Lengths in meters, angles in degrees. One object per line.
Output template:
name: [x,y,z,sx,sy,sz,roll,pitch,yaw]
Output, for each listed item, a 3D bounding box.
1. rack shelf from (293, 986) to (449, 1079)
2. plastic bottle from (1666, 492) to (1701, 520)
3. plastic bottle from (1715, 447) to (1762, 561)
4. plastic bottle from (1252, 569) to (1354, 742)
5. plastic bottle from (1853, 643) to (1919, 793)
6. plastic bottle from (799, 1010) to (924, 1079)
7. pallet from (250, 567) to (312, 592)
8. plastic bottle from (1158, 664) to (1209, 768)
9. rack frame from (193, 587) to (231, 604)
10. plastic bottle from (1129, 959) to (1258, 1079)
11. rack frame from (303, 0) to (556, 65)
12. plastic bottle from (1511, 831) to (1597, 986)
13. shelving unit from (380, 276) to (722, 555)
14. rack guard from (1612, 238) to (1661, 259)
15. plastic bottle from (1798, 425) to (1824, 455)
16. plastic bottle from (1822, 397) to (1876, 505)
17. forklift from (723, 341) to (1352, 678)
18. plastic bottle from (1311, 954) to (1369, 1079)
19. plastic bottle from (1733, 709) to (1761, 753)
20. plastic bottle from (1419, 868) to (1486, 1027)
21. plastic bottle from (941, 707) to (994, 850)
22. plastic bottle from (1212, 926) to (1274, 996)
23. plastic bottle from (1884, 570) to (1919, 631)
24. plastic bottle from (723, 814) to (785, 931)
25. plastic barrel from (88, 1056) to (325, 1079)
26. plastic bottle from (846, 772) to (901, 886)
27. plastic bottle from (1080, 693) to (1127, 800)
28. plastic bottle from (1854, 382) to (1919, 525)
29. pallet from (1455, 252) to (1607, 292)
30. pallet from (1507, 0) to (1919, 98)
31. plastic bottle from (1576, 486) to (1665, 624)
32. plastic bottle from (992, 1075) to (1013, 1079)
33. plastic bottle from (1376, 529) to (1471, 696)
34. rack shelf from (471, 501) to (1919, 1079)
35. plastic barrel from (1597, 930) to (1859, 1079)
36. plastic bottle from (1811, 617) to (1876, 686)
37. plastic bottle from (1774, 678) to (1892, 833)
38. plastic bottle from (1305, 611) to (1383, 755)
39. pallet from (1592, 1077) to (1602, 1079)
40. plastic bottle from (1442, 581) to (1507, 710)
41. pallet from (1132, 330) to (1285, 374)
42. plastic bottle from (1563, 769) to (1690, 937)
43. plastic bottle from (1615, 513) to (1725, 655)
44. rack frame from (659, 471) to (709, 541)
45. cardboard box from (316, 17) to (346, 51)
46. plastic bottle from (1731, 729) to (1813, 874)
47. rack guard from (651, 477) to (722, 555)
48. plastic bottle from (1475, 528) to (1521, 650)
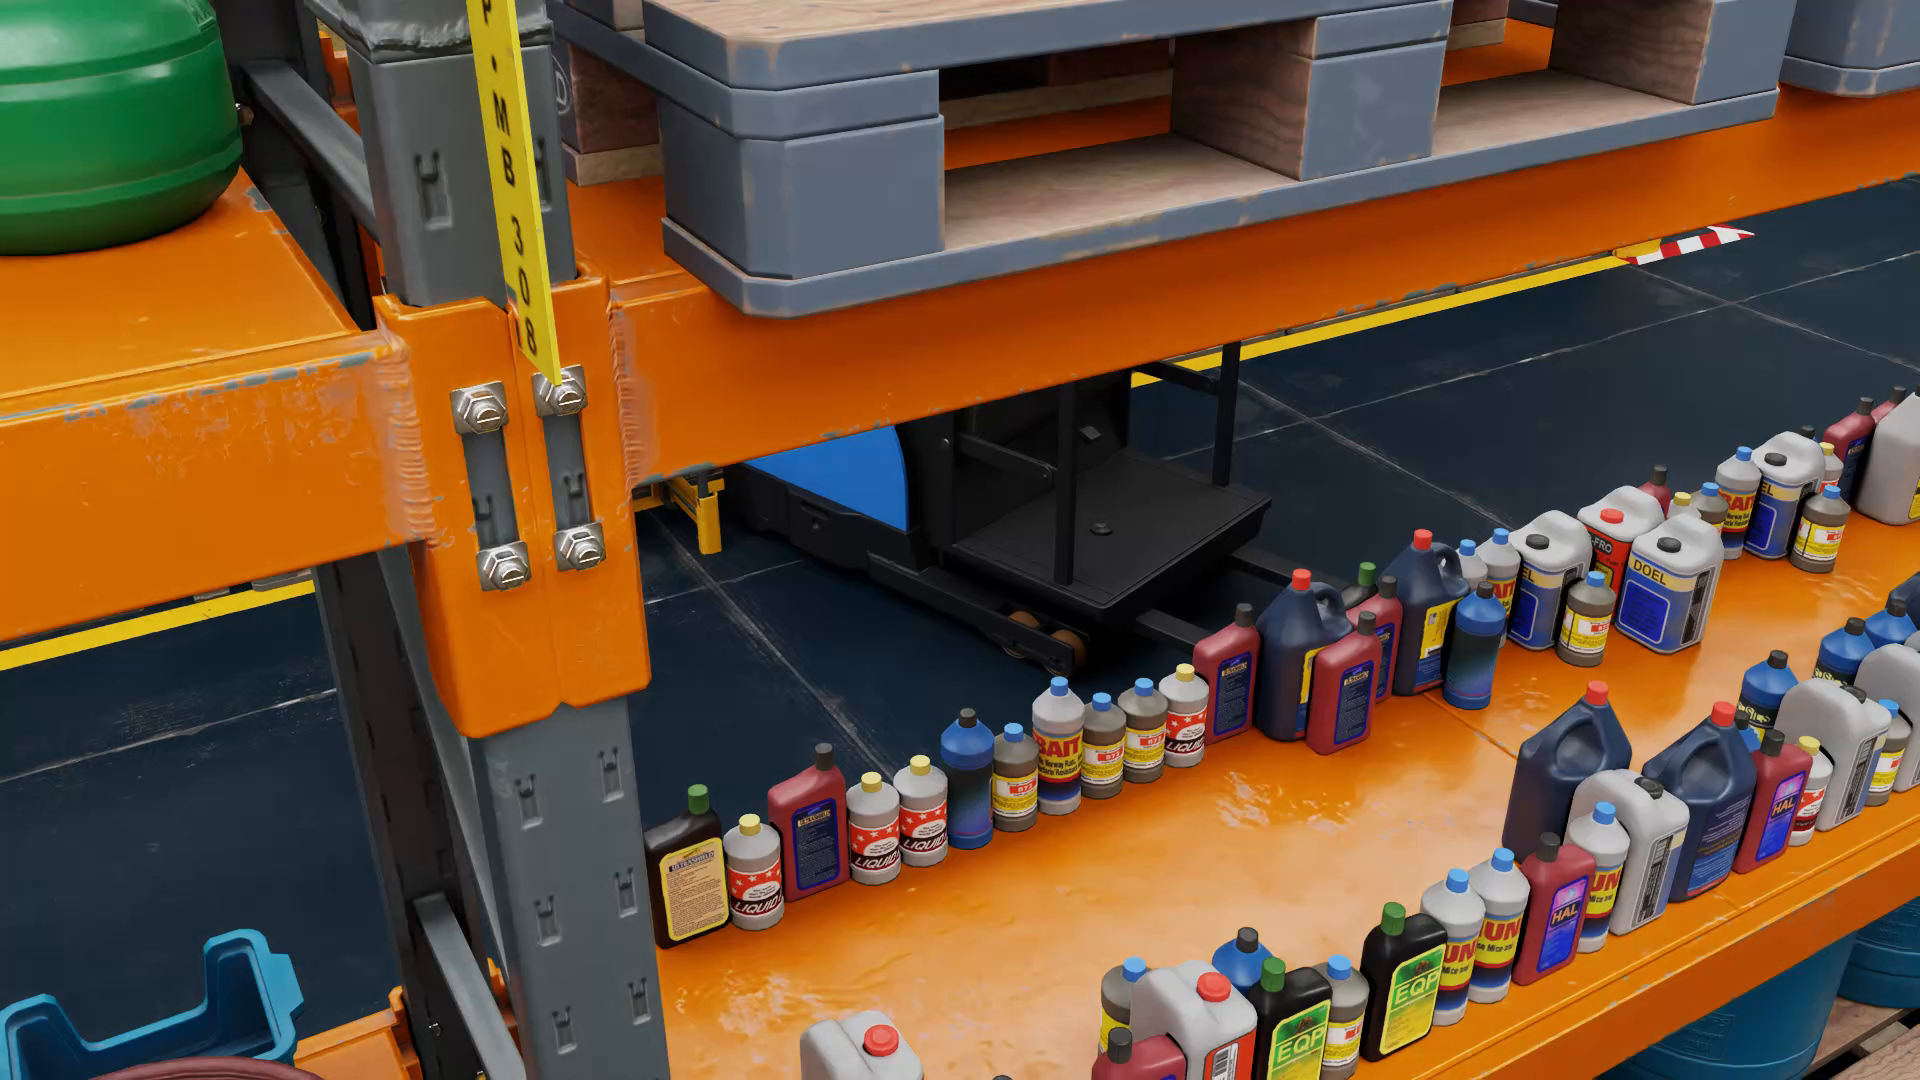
rack shelf: [-2.319,1.573,1.539,4.000,0.370,1.077,-16,33,-26]
plastic bottle: [1.665,-0.015,3.877,0.097,0.201,0.097,0,29,0]
plastic bottle: [1.833,-0.093,3.947,0.097,0.271,0.097,0,29,0]
plastic bottle: [0.682,0.212,3.312,0.185,0.351,0.144,-16,33,-26]
plastic bottle: [1.812,0.321,3.192,0.135,0.276,0.152,-16,33,-26]
plastic bottle: [-0.135,0.789,2.345,0.135,0.276,0.152,-16,33,-26]
pallet: [-2.438,-0.242,6.969,1.213,0.211,1.003,-16,33,-26]
plastic bottle: [0.433,0.335,3.244,0.097,0.201,0.097,0,29,0]
rack frame: [-3.101,-1.296,5.993,0.127,3.000,1.000,-16,33,-26]
plastic bottle: [0.341,0.739,2.435,0.135,0.276,0.152,-16,33,-26]
rack frame: [-0.595,-1.858,0.803,0.127,3.000,1.000,-16,33,-26]
plastic bottle: [0.962,0.585,2.707,0.133,0.283,0.061,-16,33,-26]
shelving unit: [-1.562,-0.603,6.291,1.083,1.500,0.587,-16,33,-26]
rack guard: [3.731,-2.141,10.112,0.348,0.500,1.175,-16,33,-26]
plastic bottle: [2.033,-0.150,4.050,0.097,0.271,0.097,0,29,0]
plastic bottle: [2.207,-0.215,4.155,0.133,0.283,0.061,-16,33,-26]
forklift: [0.477,-1.085,5.683,3.031,2.935,1.130,23,36,35]
plastic bottle: [0.570,0.722,2.543,0.097,0.201,0.097,0,29,0]
plastic bottle: [1.380,0.427,3.005,0.097,0.271,0.097,0,29,0]
plastic bottle: [0.769,0.635,2.629,0.097,0.271,0.097,0,29,0]
plastic bottle: [0.014,0.424,3.011,0.097,0.271,0.097,0,29,0]
plastic bottle: [0.424,0.698,2.513,0.097,0.271,0.097,0,29,0]
plastic bottle: [1.995,0.158,3.411,0.185,0.351,0.144,-16,33,-26]
plastic bottle: [-0.353,0.558,2.839,0.097,0.201,0.097,0,29,0]
plastic barrel: [-0.841,0.949,1.785,0.708,0.536,0.600,-16,33,-26]
plastic bottle: [-0.154,0.502,2.942,0.097,0.201,0.097,0,29,0]
plastic bottle: [0.265,0.383,3.157,0.097,0.201,0.097,0,29,0]
plastic bottle: [2.352,-0.228,4.109,0.185,0.351,0.144,-16,33,-26]
pallet: [3.044,-1.819,9.827,1.213,0.211,1.003,-16,33,-26]
pallet: [1.251,-0.929,2.421,1.213,0.211,1.003,-16,33,-26]
plastic bottle: [1.464,0.025,3.728,0.135,0.276,0.152,-16,33,-26]
plastic bottle: [0.056,0.837,2.262,0.097,0.271,0.097,0,29,0]
plastic bottle: [0.956,0.134,3.453,0.185,0.351,0.144,-16,33,-26]
rack shelf: [1.130,0.594,3.313,4.000,0.370,1.077,-16,33,-26]
plastic barrel: [1.766,0.824,3.890,0.708,0.901,0.600,-16,33,-26]
plastic bottle: [1.733,0.276,3.279,0.097,0.271,0.097,0,29,0]
plastic bottle: [1.612,0.378,3.089,0.135,0.276,0.152,-16,33,-26]
plastic bottle: [0.756,0.278,3.262,0.133,0.283,0.061,-16,33,-26]
pallet: [1.115,1.483,3.845,1.213,0.211,1.003,-16,33,-26]
plastic bottle: [1.055,0.209,3.400,0.097,0.271,0.097,0,29,0]
pallet: [0.940,-1.221,8.745,1.213,0.211,1.003,-16,33,-26]
plastic bottle: [1.138,0.512,2.845,0.135,0.276,0.152,-16,33,-26]
plastic bottle: [1.541,0.089,3.613,0.135,0.276,0.152,-16,33,-26]
rack frame: [-1.132,-0.726,6.513,0.032,1.500,0.500,-16,33,-26]
cardboard box: [-2.615,-1.724,6.232,0.700,0.500,0.500,22,36,34]
plastic bottle: [1.436,0.450,2.951,0.133,0.283,0.061,-16,33,-26]
rack guard: [-1.133,-0.178,6.814,0.087,0.250,0.587,-16,33,-26]
plastic bottle: [1.150,0.101,3.596,0.097,0.271,0.097,0,29,0]
